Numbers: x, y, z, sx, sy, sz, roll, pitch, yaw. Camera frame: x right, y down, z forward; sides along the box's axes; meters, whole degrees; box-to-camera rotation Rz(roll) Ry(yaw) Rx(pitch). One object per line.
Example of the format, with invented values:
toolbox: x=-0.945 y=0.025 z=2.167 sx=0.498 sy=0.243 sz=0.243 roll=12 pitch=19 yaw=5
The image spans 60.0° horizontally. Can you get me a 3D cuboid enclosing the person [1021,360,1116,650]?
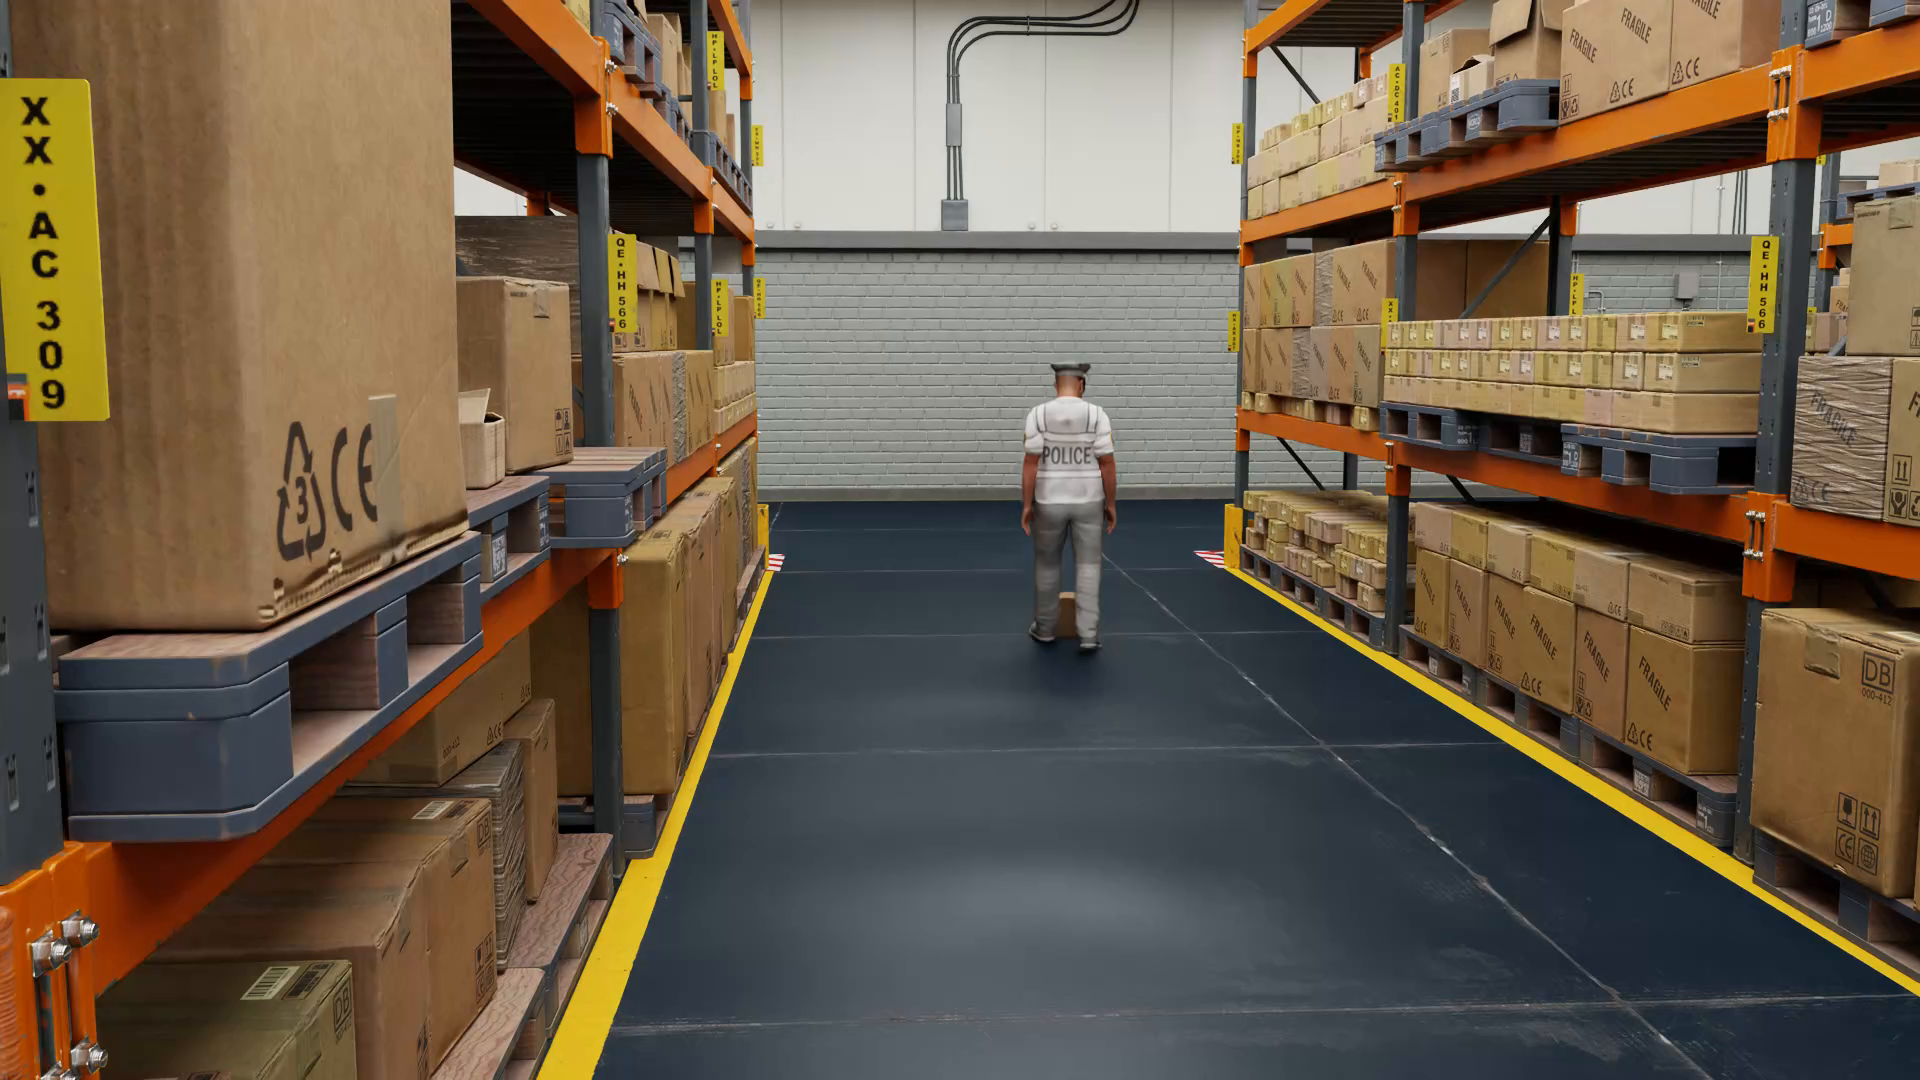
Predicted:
person: x=0.659 y=-0.218 z=10.048 sx=0.568 sy=1.728 sz=0.736 roll=0 pitch=7 yaw=4
